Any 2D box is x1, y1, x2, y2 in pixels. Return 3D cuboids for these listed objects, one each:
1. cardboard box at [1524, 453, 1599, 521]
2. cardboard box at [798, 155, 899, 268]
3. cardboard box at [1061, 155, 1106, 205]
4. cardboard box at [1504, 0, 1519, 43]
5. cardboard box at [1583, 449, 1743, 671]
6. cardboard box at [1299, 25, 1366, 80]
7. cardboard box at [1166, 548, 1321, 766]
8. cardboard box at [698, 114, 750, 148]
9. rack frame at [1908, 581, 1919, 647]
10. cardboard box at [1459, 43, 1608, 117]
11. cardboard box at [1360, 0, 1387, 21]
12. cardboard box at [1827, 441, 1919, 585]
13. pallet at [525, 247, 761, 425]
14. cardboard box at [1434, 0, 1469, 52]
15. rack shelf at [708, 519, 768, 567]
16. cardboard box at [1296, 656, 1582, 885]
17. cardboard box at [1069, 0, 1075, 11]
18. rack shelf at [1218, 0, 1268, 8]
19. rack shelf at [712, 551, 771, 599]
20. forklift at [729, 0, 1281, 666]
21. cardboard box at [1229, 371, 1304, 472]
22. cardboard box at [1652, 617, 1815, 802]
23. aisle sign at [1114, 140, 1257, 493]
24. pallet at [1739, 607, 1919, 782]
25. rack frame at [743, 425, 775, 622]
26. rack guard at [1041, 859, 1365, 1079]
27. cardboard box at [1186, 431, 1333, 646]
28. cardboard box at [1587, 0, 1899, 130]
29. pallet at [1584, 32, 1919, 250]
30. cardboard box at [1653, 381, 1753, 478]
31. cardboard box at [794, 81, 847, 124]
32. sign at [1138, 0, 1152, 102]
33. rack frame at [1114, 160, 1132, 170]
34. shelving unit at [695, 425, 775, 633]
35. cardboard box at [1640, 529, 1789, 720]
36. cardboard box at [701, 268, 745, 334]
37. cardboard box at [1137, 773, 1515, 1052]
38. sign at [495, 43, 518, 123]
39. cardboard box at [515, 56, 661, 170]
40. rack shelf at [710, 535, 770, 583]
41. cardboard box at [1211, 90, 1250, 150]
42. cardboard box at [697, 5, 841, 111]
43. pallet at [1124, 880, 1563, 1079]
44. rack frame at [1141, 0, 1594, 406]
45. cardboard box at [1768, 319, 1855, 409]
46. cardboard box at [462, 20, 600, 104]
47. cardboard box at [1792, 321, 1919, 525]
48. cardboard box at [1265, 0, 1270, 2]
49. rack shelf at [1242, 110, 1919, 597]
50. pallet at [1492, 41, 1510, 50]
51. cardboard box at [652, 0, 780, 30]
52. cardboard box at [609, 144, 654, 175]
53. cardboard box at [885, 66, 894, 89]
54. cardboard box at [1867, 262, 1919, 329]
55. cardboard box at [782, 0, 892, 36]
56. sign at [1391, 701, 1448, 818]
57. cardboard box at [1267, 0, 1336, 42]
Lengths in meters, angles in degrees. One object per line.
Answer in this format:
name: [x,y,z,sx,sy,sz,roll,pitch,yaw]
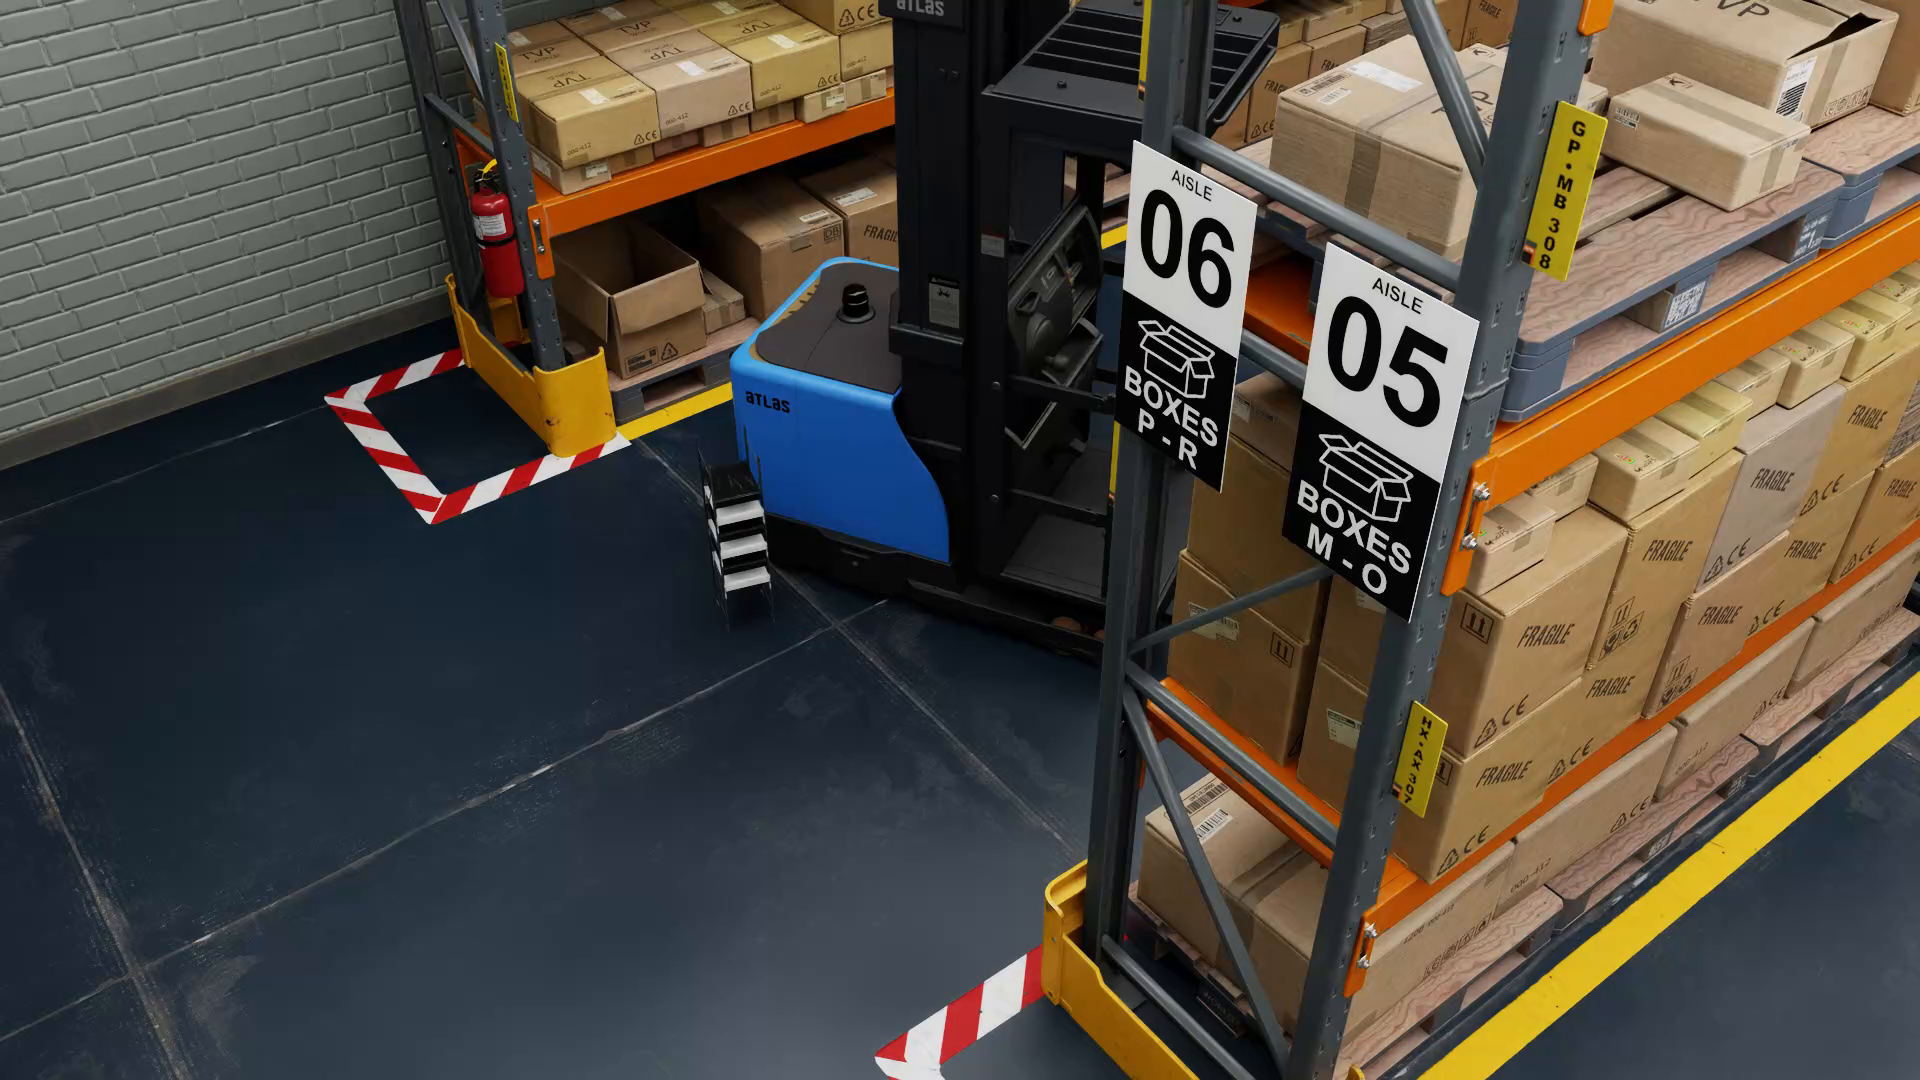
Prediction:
cardboard box: [1.383,-0.198,4.247,0.250,0.149,0.380,-25,45,-27]
cardboard box: [-0.535,-1.731,9.134,0.500,0.500,0.500,-25,46,-27]
cardboard box: [0.650,-2.124,9.891,0.250,0.149,0.380,-27,47,-29]
cardboard box: [3.880,-3.897,11.776,0.500,0.500,0.500,-25,45,-27]
cardboard box: [1.728,-0.057,4.587,0.500,0.500,0.500,-27,47,-29]
cardboard box: [2.248,-3.098,10.801,0.500,0.500,0.500,-27,47,-29]
cardboard box: [0.989,0.255,4.995,0.500,0.500,0.500,-26,46,-28]
cardboard box: [-1.233,-2.081,8.119,0.250,0.149,0.380,-25,45,-27]
rack frame: [3.940,-0.932,6.522,0.127,3.000,1.000,-26,46,-28]
cardboard box: [1.354,-1.072,4.114,0.250,0.149,0.380,-30,48,-31]
cardboard box: [2.552,-3.534,10.821,0.250,0.149,0.380,-26,46,-28]
cardboard box: [2.934,-0.260,5.623,0.500,0.500,0.500,-27,46,-29]
pallet: [-1.567,-1.141,8.975,1.213,0.211,1.003,-26,46,-28]
cardboard box: [3.063,-3.506,11.298,0.500,0.500,0.500,-24,45,-26]
rack shelf: [-0.952,-0.011,7.106,0.200,0.077,0.258,-13,41,-16]
cardboard box: [1.324,0.534,4.655,0.500,0.500,0.500,-26,46,-28]
cardboard box: [0.269,-2.964,8.881,0.500,0.250,0.500,-26,46,-28]
rack shelf: [2.498,-3.922,10.733,4.000,0.370,1.077,-26,46,-28]
rack shelf: [-0.952,0.128,7.221,0.200,0.077,0.258,-13,41,-16]
forklift: [0.571,-0.974,6.627,3.031,2.935,1.130,16,42,18]
cardboard box: [0.931,-0.302,4.374,0.250,0.149,0.380,-25,46,-28]
cardboard box: [2.667,0.431,6.549,0.875,0.438,0.875,-27,47,-29]
aisle sign: [0.522,-0.520,3.969,0.004,0.787,0.394,-26,46,-28]
pallet: [3.289,0.400,7.096,1.213,0.211,1.003,-26,46,-28]
rack frame: [-0.857,-0.059,7.113,0.006,0.900,0.240,-13,41,-16]
rack guard: [0.749,1.589,5.419,0.348,0.500,1.175,-26,46,-28]
cardboard box: [1.005,-0.118,4.661,0.500,0.500,0.500,-24,45,-27]
cardboard box: [1.986,-1.266,4.224,0.500,0.311,0.500,-25,46,-27]
pallet: [2.318,-1.278,4.648,1.213,0.211,1.003,-26,46,-28]
cardboard box: [1.857,-0.351,4.434,0.250,0.149,0.380,-28,47,-29]
cardboard box: [-0.780,-2.246,8.321,0.250,0.149,0.380,-27,47,-29]
sign: [0.449,-1.136,3.769,0.005,0.325,0.100,-26,46,-28]
rack frame: [0.912,-3.427,9.563,0.127,3.000,1.000,-26,46,-28]
shelving unit: [-0.952,-0.037,7.085,0.210,0.900,0.258,-13,41,-16]
cardboard box: [2.122,0.137,5.139,0.500,0.500,0.500,-26,46,-28]
cardboard box: [-1.356,-1.275,8.855,0.250,0.149,0.380,-28,47,-30]
cardboard box: [1.231,1.136,5.689,0.875,0.438,0.875,-28,47,-29]
sign: [-1.929,-1.943,7.071,0.005,0.325,0.100,-26,46,-28]
cardboard box: [-1.735,-1.978,7.680,0.500,0.250,0.500,-26,46,-28]
rack shelf: [-0.952,0.059,7.164,0.200,0.077,0.258,-13,41,-16]
cardboard box: [1.433,-2.697,10.312,0.500,0.500,0.500,-24,45,-26]
cardboard box: [-0.936,-2.371,8.158,0.500,0.250,0.500,-27,46,-29]
pallet: [1.355,1.343,5.946,1.213,0.211,1.003,-26,46,-28]
rack frame: [0.768,-1.706,2.734,0.127,3.000,1.000,-26,46,-28]
cardboard box: [2.256,-0.554,4.682,0.250,0.149,0.380,-26,46,-28]
cardboard box: [-2.056,-2.249,8.011,0.500,0.250,0.500,-25,45,-27]
cardboard box: [2.526,-0.453,5.070,0.500,0.500,0.500,-26,46,-28]
cardboard box: [1.859,-3.555,10.847,0.250,0.149,0.380,-25,45,-27]
rack shelf: [2.354,-1.041,4.856,4.000,0.370,1.077,-26,46,-28]
pallet: [3.469,-3.625,12.003,1.213,0.211,1.003,-26,46,-28]
cardboard box: [-1.251,-2.637,8.483,0.500,0.250,0.500,-25,45,-27]
cardboard box: [-1.658,-1.895,7.893,0.250,0.149,0.380,-25,45,-27]
cardboard box: [-0.421,-2.492,8.621,0.250,0.149,0.380,-26,46,-28]
cardboard box: [2.652,-0.764,4.938,0.250,0.149,0.380,-26,46,-28]
cardboard box: [-0.546,-2.848,8.149,0.500,0.500,0.500,-25,45,-27]
sign: [1.102,0.530,3.994,0.005,0.325,0.100,-26,46,-28]
cardboard box: [2.158,-3.320,10.560,0.250,0.149,0.380,-26,46,-28]
